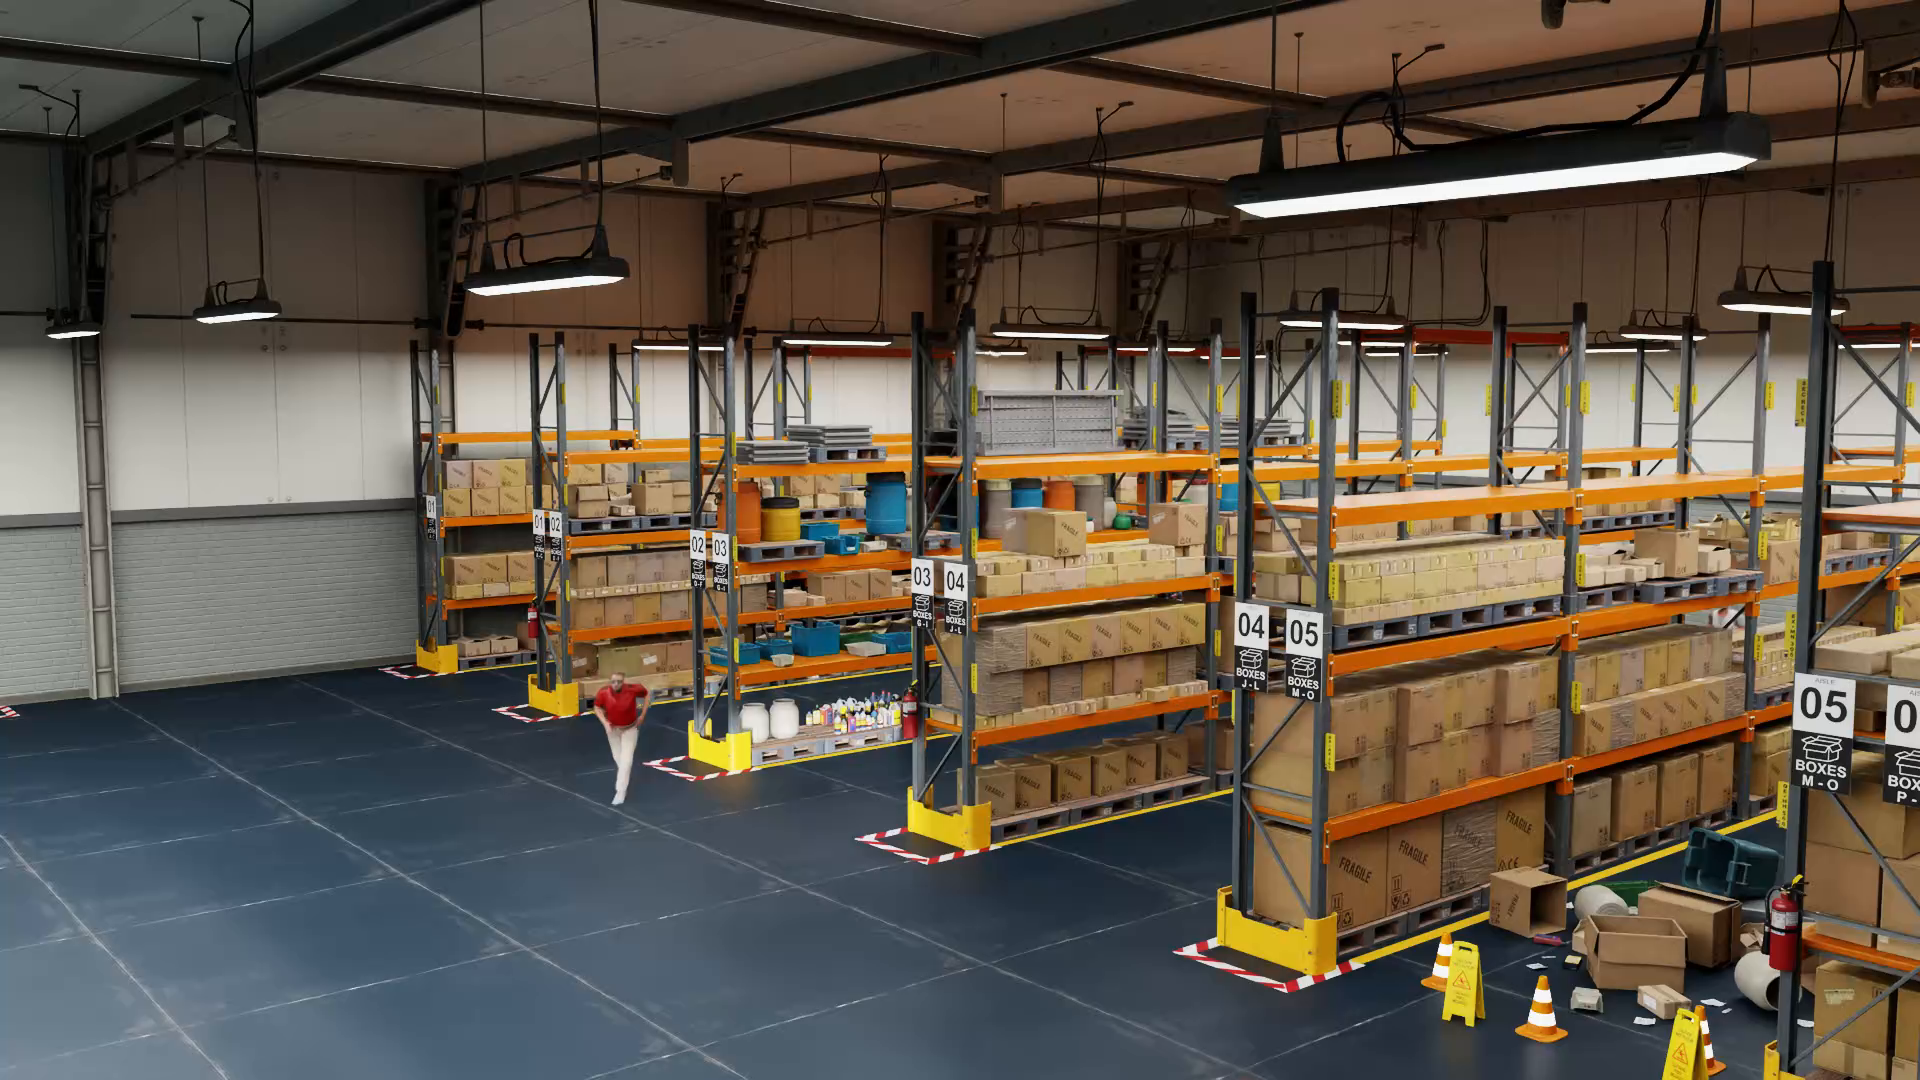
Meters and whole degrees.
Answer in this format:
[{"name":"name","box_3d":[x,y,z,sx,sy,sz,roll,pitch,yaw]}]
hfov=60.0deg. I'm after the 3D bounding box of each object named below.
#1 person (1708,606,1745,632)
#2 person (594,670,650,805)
[{"name":"person","box_3d":[12.481,1.780,27.151,0.651,1.830,0.735,4,7,39]},{"name":"person","box_3d":[-4.252,2.425,21.005,0.699,1.695,1.020,-1,5,-7]}]
